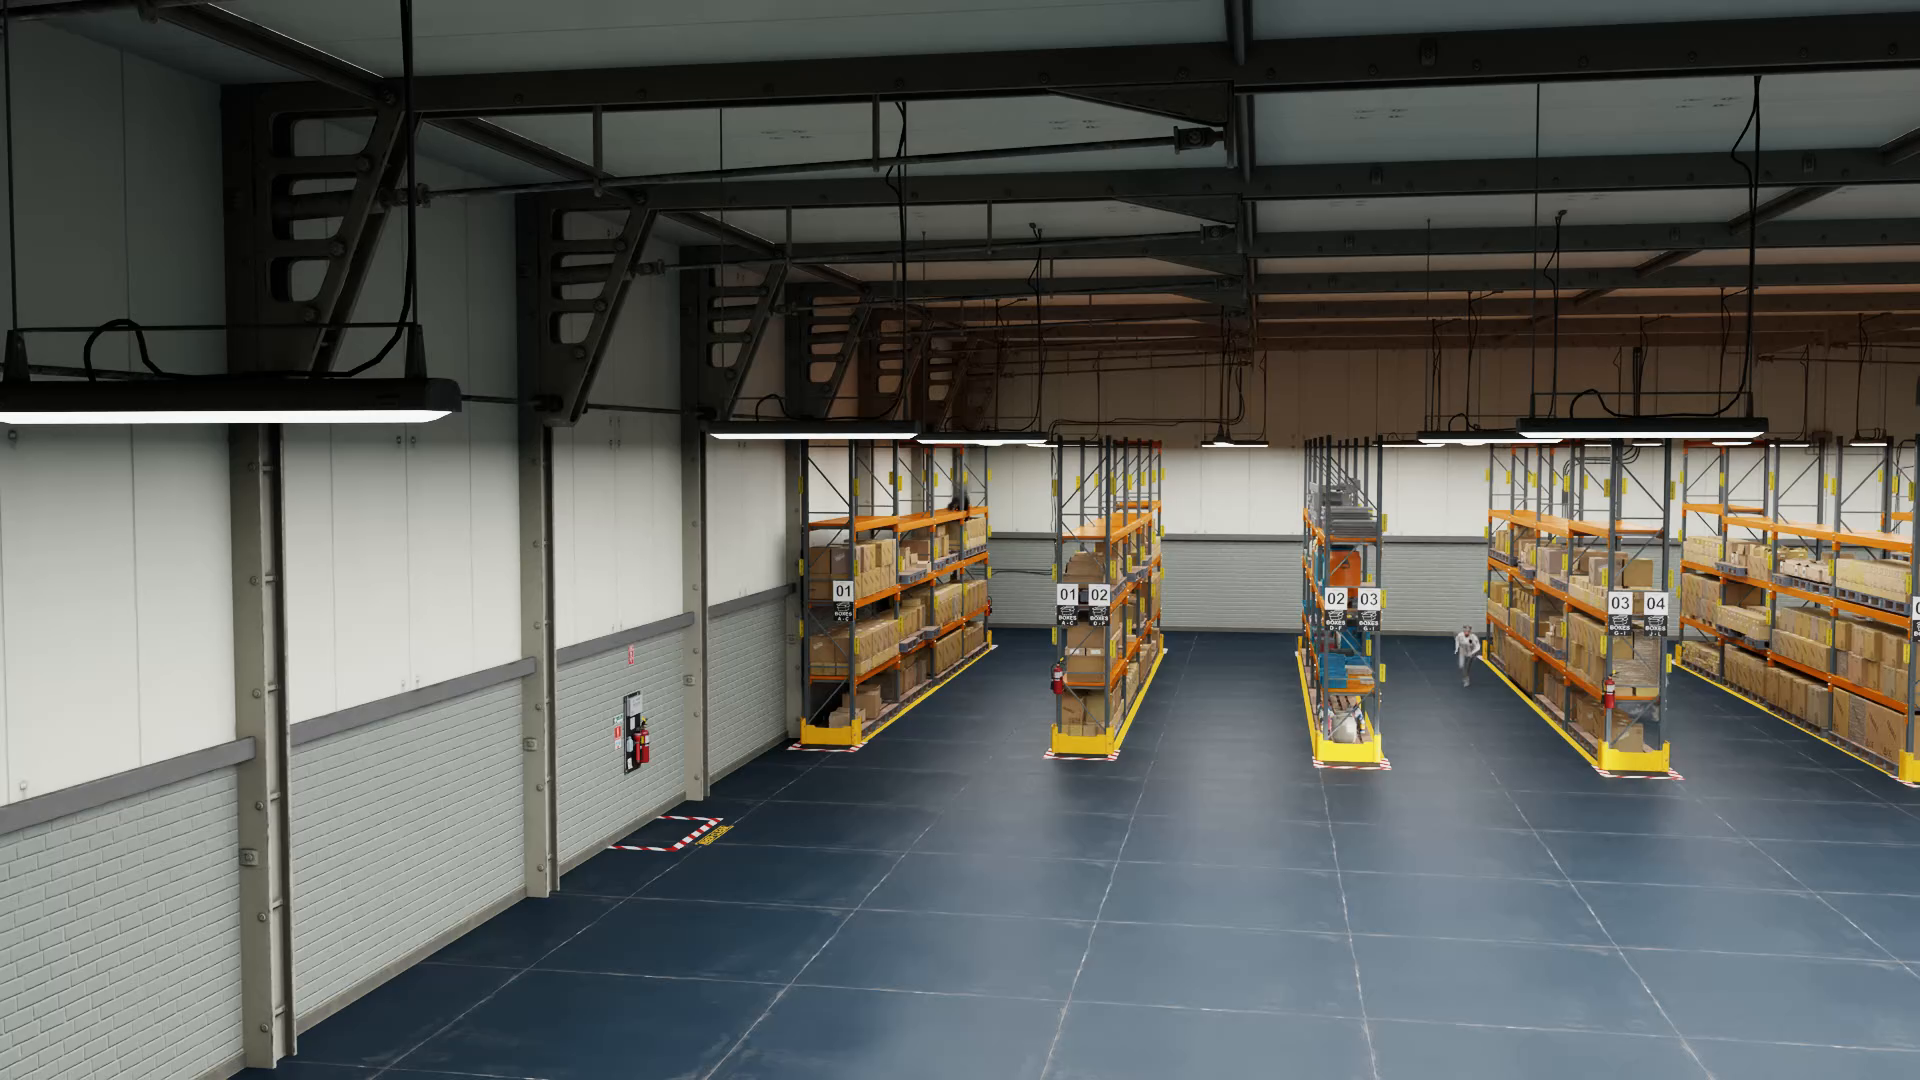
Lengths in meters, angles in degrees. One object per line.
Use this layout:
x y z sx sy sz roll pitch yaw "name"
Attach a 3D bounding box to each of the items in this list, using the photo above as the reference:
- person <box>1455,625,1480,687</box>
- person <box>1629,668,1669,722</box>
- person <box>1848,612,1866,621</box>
12.377 2.790 40.529 0.587 1.513 1.042 1 3 22 "person"
14.627 2.931 35.290 0.769 1.770 0.621 1 3 22 "person"
24.862 2.373 45.970 0.901 1.713 0.564 0 3 -9 "person"
